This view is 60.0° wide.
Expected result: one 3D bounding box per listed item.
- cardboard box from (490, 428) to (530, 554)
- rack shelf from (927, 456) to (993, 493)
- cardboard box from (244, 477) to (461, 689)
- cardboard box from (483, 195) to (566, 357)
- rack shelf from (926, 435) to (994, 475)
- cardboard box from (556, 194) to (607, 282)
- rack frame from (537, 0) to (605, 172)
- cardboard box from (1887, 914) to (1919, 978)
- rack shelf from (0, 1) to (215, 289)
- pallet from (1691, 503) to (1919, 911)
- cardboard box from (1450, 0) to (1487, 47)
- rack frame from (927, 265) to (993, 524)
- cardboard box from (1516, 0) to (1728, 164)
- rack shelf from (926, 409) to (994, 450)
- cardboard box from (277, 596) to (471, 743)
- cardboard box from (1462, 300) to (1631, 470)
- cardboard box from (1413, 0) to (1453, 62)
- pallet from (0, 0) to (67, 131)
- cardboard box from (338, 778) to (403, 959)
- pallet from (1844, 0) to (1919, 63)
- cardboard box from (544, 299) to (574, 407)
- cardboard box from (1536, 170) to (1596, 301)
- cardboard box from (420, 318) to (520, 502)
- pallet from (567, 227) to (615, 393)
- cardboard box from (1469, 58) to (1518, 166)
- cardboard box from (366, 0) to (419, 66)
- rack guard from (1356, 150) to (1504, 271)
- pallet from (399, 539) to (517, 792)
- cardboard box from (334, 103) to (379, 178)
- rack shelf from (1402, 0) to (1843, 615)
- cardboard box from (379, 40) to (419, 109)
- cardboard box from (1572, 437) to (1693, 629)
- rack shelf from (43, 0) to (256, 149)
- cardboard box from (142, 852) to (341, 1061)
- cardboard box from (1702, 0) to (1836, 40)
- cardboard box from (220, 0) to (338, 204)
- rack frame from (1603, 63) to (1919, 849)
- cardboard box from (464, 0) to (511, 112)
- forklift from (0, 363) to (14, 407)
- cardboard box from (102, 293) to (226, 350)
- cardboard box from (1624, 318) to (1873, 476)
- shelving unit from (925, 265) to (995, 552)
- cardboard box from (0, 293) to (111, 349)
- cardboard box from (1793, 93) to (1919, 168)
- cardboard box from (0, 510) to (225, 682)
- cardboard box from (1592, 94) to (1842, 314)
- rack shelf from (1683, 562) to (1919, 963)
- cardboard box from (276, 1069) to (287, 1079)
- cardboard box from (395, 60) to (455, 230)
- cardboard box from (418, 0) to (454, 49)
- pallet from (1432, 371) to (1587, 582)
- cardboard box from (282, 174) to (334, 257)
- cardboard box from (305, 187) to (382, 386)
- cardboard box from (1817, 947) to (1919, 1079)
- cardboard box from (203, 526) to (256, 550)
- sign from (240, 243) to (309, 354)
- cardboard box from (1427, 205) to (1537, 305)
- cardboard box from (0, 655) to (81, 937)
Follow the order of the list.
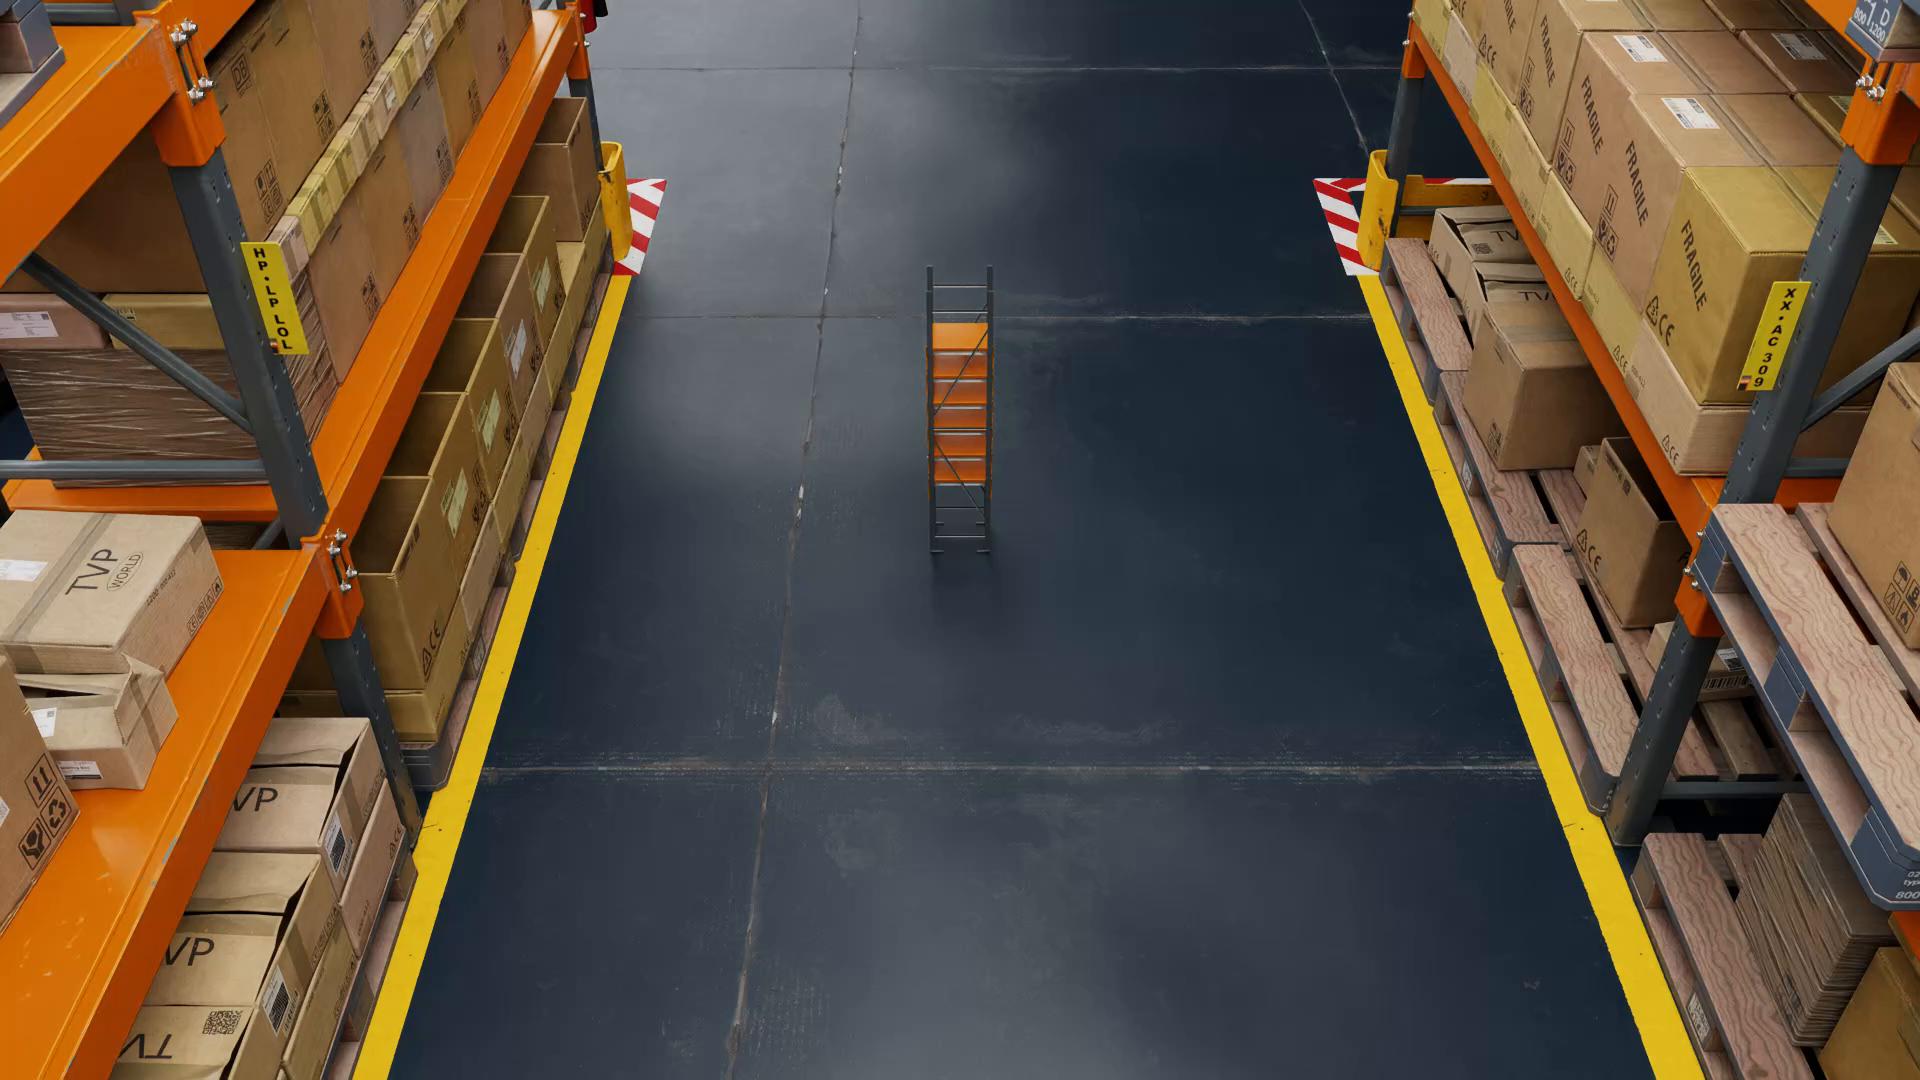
[{"bbox_3d":[-1.986,-0.194,6.457,0.500,0.250,0.500,0,39,0],"label":"cardboard box"},{"bbox_3d":[0.000,-0.255,6.564,0.258,0.103,0.180,0,39,0],"label":"rack shelf"},{"bbox_3d":[-1.985,0.139,5.442,0.500,0.500,0.500,0,39,0],"label":"cardboard box"},{"bbox_3d":[-1.988,-1.112,7.002,0.500,0.500,0.500,0,39,0],"label":"cardboard box"},{"bbox_3d":[0.000,-0.349,6.489,0.258,0.103,0.180,0,39,0],"label":"rack shelf"},{"bbox_3d":[-2.006,-1.445,8.017,0.500,0.250,0.500,0,39,0],"label":"cardboard box"},{"bbox_3d":[-2.302,-2.689,7.707,1.000,3.000,0.127,0,39,0],"label":"rack frame"},{"bbox_3d":[2.678,1.053,4.085,0.500,0.250,0.500,-1,39,-1],"label":"cardboard box"},{"bbox_3d":[-2.295,0.173,2.312,1.077,0.370,4.000,0,39,0],"label":"rack shelf"},{"bbox_3d":[2.512,0.359,4.056,1.003,0.211,1.213,0,39,0],"label":"pallet"},{"bbox_3d":[2.342,-2.329,6.762,0.500,0.500,0.500,0,39,0],"label":"cardboard box"},{"bbox_3d":[0.000,-0.534,6.457,0.240,1.200,0.006,0,39,0],"label":"rack frame"},{"bbox_3d":[2.349,-1.683,5.956,0.500,0.500,0.500,1,39,1],"label":"cardboard box"},{"bbox_3d":[0.000,-0.443,6.414,0.258,0.103,0.180,0,39,0],"label":"rack shelf"},{"bbox_3d":[-1.995,0.431,5.676,0.500,0.250,0.500,0,39,0],"label":"cardboard box"},{"bbox_3d":[2.514,-0.643,6.801,0.700,0.500,0.500,-2,39,-3],"label":"cardboard box"},{"bbox_3d":[2.335,-2.339,7.374,0.500,0.250,0.500,-1,39,-1],"label":"cardboard box"},{"bbox_3d":[-2.284,-0.732,3.019,0.805,0.209,1.217,-1,39,-2],"label":"pallet"},{"bbox_3d":[-2.007,0.981,4.991,0.500,0.250,0.500,0,39,0],"label":"cardboard box"},{"bbox_3d":[2.550,-0.905,3.232,1.213,0.211,1.003,0,39,0],"label":"pallet"},{"bbox_3d":[-1.991,-0.819,7.237,0.500,0.250,0.500,0,39,0],"label":"cardboard box"},{"bbox_3d":[2.344,-1.065,5.784,0.500,0.250,0.500,0,39,0],"label":"cardboard box"},{"bbox_3d":[-1.986,-0.487,6.222,0.500,0.500,0.500,0,39,0],"label":"cardboard box"},{"bbox_3d":[-2.259,-1.123,7.982,1.003,0.211,1.213,0,39,0],"label":"pallet"},{"bbox_3d":[2.344,-1.696,6.571,0.500,0.250,0.500,-1,39,-1],"label":"cardboard box"},{"bbox_3d":[-2.306,-1.952,5.670,0.700,0.500,0.500,0,39,0],"label":"cardboard box"},{"bbox_3d":[2.652,-1.672,8.437,1.175,0.500,0.348,0,39,0],"label":"rack guard"},{"bbox_3d":[-2.257,0.403,6.078,1.003,0.211,1.213,0,39,0],"label":"pallet"},{"bbox_3d":[-2.106,-1.287,5.358,0.380,0.149,0.250,-1,39,-2],"label":"cardboard box"},{"bbox_3d":[2.654,-1.164,6.379,1.077,0.370,4.000,0,39,0],"label":"rack shelf"},{"bbox_3d":[-2.110,-1.617,5.770,0.380,0.149,0.250,0,39,0],"label":"cardboard box"},{"bbox_3d":[2.615,-0.039,6.047,0.500,0.500,0.500,-3,39,-3],"label":"cardboard box"},{"bbox_3d":[-2.300,-2.328,5.433,1.077,0.370,4.000,0,39,0],"label":"rack shelf"},{"bbox_3d":[-2.003,1.081,4.417,0.500,0.311,0.500,1,39,1],"label":"cardboard box"},{"bbox_3d":[2.861,-1.689,5.964,0.500,0.500,0.500,0,39,1],"label":"cardboard box"},{"bbox_3d":[-2.306,-1.326,4.889,0.700,0.500,0.500,0,39,0],"label":"cardboard box"},{"bbox_3d":[2.656,-0.194,4.593,1.000,3.000,0.127,0,39,0],"label":"rack frame"},{"bbox_3d":[-2.309,-2.108,6.902,0.700,0.500,0.500,1,39,1],"label":"cardboard box"},{"bbox_3d":[-4.810,-1.780,6.628,1.130,2.935,3.031,13,40,15],"label":"forklift"},{"bbox_3d":[-2.104,-0.648,4.561,0.380,0.149,0.250,0,39,0],"label":"cardboard box"},{"bbox_3d":[2.352,-0.439,5.003,0.500,0.250,0.500,0,39,0],"label":"cardboard box"},{"bbox_3d":[0.000,-0.477,6.386,0.258,1.200,0.189,0,39,0],"label":"shelving unit"},{"bbox_3d":[-2.512,-0.650,4.563,0.380,0.149,0.250,0,39,0],"label":"cardboard box"},{"bbox_3d":[2.868,-1.053,5.170,0.500,0.500,0.500,0,39,0],"label":"cardboard box"},{"bbox_3d":[-2.253,0.179,4.248,0.500,0.250,0.500,2,39,3],"label":"cardboard box"},{"bbox_3d":[2.340,-1.043,5.157,0.500,0.500,0.500,0,39,0],"label":"cardboard box"},{"bbox_3d":[2.658,1.338,3.257,1.077,0.370,4.000,0,39,0],"label":"rack shelf"},{"bbox_3d":[-2.007,1.617,4.197,0.500,0.250,0.500,1,39,1],"label":"cardboard box"},{"bbox_3d":[-2.310,-1.468,6.103,0.700,0.500,0.500,1,39,1],"label":"cardboard box"},{"bbox_3d":[-2.108,-1.933,6.164,0.380,0.149,0.250,1,39,1],"label":"cardboard box"},{"bbox_3d":[2.616,-0.290,6.943,1.003,0.211,1.213,0,39,0],"label":"pallet"},{"bbox_3d":[-2.107,-0.966,4.959,0.380,0.149,0.250,-1,39,-1],"label":"cardboard box"},{"bbox_3d":[-2.311,-0.834,5.312,0.700,0.500,0.500,0,39,-1],"label":"cardboard box"},{"bbox_3d":[2.724,1.394,4.259,0.700,0.500,0.500,-1,39,-1],"label":"cardboard box"},{"bbox_3d":[-2.506,-0.174,5.831,0.500,0.500,0.500,0,39,0],"label":"cardboard box"},{"bbox_3d":[-1.755,-0.615,4.256,0.100,0.325,0.005,0,39,0],"label":"sign"},{"bbox_3d":[2.562,-1.385,7.878,0.500,0.311,0.500,-4,39,-5],"label":"cardboard box"},{"bbox_3d":[-2.312,0.583,3.544,0.500,0.500,0.500,3,39,3],"label":"cardboard box"}]
